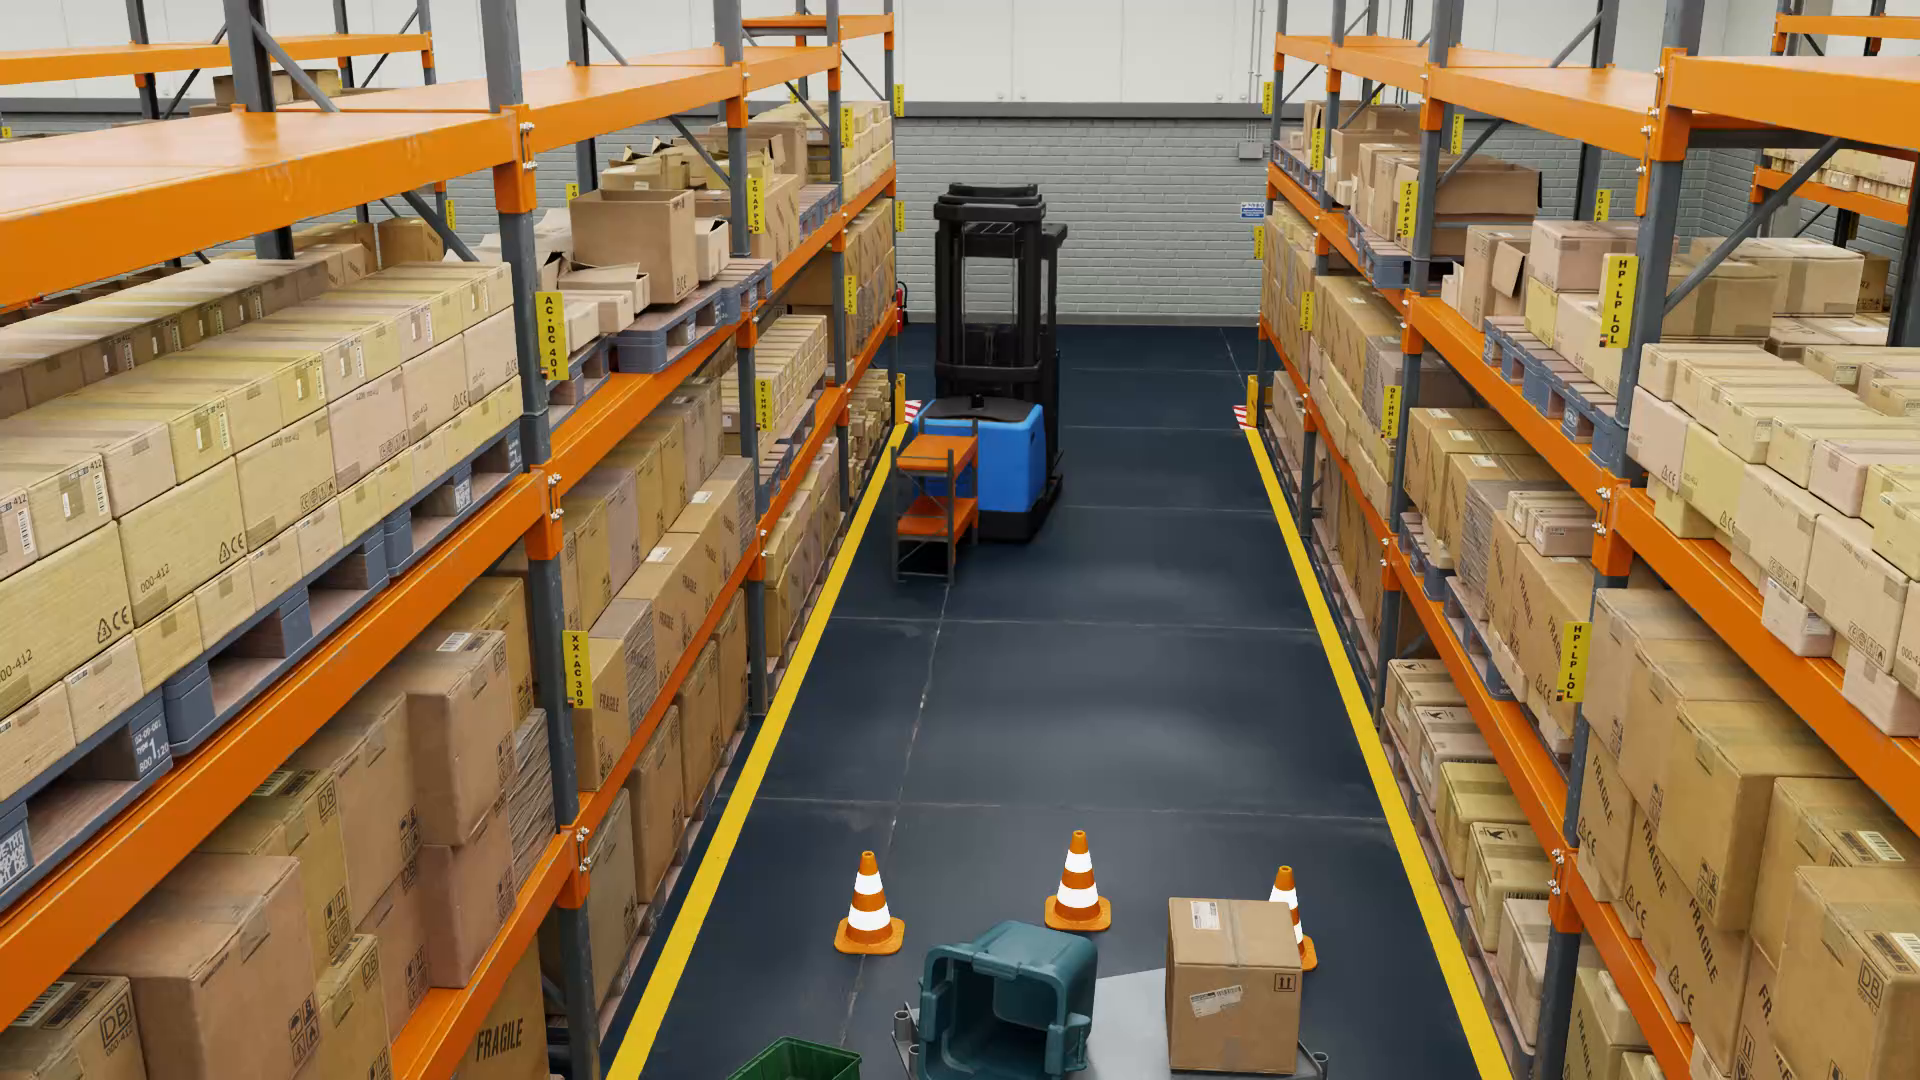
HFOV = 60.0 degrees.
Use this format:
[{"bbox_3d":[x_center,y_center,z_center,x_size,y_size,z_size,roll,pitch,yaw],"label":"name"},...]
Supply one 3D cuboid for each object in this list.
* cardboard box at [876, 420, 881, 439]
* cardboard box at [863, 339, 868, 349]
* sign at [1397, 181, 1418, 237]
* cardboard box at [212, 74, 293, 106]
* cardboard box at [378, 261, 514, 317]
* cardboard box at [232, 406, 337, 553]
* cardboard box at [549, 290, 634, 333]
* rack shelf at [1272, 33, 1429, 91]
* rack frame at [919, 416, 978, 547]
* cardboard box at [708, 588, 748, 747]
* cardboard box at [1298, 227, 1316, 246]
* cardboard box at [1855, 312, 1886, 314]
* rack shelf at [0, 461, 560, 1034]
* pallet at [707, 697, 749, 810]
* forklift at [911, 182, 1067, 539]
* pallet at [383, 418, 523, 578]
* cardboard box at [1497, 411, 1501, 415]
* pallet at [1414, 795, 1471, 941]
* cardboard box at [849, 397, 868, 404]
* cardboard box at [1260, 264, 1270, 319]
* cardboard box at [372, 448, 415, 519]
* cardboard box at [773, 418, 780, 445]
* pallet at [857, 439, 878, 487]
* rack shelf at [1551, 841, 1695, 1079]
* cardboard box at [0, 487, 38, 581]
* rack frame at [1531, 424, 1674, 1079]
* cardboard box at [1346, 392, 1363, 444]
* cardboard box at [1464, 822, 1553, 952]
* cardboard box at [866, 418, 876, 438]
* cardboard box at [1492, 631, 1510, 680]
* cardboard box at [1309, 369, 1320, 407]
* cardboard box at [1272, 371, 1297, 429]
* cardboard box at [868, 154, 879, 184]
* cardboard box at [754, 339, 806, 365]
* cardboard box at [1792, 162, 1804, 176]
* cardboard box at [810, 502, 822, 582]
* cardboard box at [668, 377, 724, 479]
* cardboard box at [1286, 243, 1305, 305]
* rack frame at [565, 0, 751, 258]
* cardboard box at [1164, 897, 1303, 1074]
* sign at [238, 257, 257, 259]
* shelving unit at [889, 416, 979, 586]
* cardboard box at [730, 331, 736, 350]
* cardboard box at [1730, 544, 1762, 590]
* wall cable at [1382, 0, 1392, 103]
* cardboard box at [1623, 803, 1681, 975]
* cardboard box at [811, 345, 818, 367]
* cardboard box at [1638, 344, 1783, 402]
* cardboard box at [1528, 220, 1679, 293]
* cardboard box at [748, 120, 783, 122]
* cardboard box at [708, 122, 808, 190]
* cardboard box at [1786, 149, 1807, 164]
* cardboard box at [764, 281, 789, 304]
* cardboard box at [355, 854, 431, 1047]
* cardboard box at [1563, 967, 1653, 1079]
[{"bbox_3d":[-1.007,-1.136,16.978,0.380,0.149,0.250,0,18,1],"label":"cardboard box"},{"bbox_3d":[-1.088,-1.909,15.834,0.380,0.149,0.250,2,18,6],"label":"cardboard box"},{"bbox_3d":[2.624,-1.939,9.750,0.100,0.325,0.005,1,18,4],"label":"sign"},{"bbox_3d":[-6.347,-4.048,14.941,0.500,0.250,0.500,0,18,0],"label":"cardboard box"},{"bbox_3d":[-1.763,-0.864,5.713,0.380,0.149,0.250,1,18,3],"label":"cardboard box"},{"bbox_3d":[-1.943,-0.167,4.227,0.500,0.250,0.500,1,18,4],"label":"cardboard box"},{"bbox_3d":[-1.695,-1.035,7.516,0.380,0.149,0.250,1,18,4],"label":"cardboard box"},{"bbox_3d":[3.607,-4.398,15.191,1.077,0.370,4.000,1,18,4],"label":"rack shelf"},{"bbox_3d":[-0.098,-0.494,14.123,0.500,1.125,0.032,4,18,11],"label":"rack frame"},{"bbox_3d":[-1.901,0.762,10.219,1.050,0.750,0.750,1,18,3],"label":"cardboard box"},{"bbox_3d":[3.323,-2.787,15.304,0.380,0.149,0.250,1,18,3],"label":"cardboard box"},{"bbox_3d":[8.316,-2.052,15.633,0.500,0.250,0.500,1,18,2],"label":"cardboard box"},{"bbox_3d":[-2.198,0.485,4.463,1.077,0.370,4.000,1,18,4],"label":"rack shelf"},{"bbox_3d":[-1.899,1.273,10.198,1.003,0.211,1.213,1,18,4],"label":"pallet"},{"bbox_3d":[0.370,-1.817,15.263,1.130,2.935,3.031,4,18,11],"label":"forklift"},{"bbox_3d":[-2.124,-0.182,5.486,1.003,0.211,1.213,1,18,4],"label":"pallet"},{"bbox_3d":[3.422,-0.457,9.687,0.500,0.500,0.500,1,18,2],"label":"cardboard box"},{"bbox_3d":[3.029,1.730,8.804,1.003,0.211,1.213,1,18,4],"label":"pallet"},{"bbox_3d":[-1.122,-1.334,16.625,0.380,0.149,0.250,1,18,2],"label":"cardboard box"},{"bbox_3d":[3.430,-2.605,17.396,0.500,0.500,0.500,1,18,3],"label":"cardboard box"},{"bbox_3d":[-1.834,-0.170,4.876,0.380,0.149,0.250,2,18,5],"label":"cardboard box"},{"bbox_3d":[-1.478,-0.760,11.656,0.380,0.149,0.250,2,18,6],"label":"cardboard box"},{"bbox_3d":[-1.383,-0.801,16.530,1.003,0.211,1.213,1,18,4],"label":"pallet"},{"bbox_3d":[2.747,1.990,4.689,1.077,0.370,4.000,1,18,4],"label":"rack shelf"},{"bbox_3d":[-1.963,0.004,3.064,0.380,0.149,0.250,1,18,3],"label":"cardboard box"},{"bbox_3d":[2.890,1.027,6.473,1.000,3.000,0.127,1,18,4],"label":"rack frame"},{"bbox_3d":[3.008,-0.857,11.659,0.500,0.250,0.500,1,18,2],"label":"cardboard box"},{"bbox_3d":[2.973,1.689,7.996,0.950,0.372,0.625,2,18,7],"label":"cardboard box"},{"bbox_3d":[-1.036,-1.107,16.412,0.380,0.149,0.250,1,18,4],"label":"cardboard box"},{"bbox_3d":[2.685,0.539,7.690,0.380,0.149,0.250,1,18,4],"label":"cardboard box"},{"bbox_3d":[3.169,-1.256,13.680,0.500,0.250,0.500,1,18,3],"label":"cardboard box"},{"bbox_3d":[3.803,-1.475,17.548,0.875,0.438,0.875,1,18,2],"label":"cardboard box"},{"bbox_3d":[-1.060,-3.508,15.737,0.500,0.250,0.500,2,18,6],"label":"cardboard box"},{"bbox_3d":[-1.394,-1.450,12.803,0.380,0.149,0.250,1,18,2],"label":"cardboard box"},{"bbox_3d":[8.298,-3.567,16.077,0.380,0.149,0.250,2,18,5],"label":"cardboard box"},{"bbox_3d":[-1.361,0.005,12.930,0.500,0.500,0.500,1,18,3],"label":"cardboard box"},{"bbox_3d":[-1.810,-0.678,9.909,0.700,0.500,0.500,1,18,4],"label":"cardboard box"},{"bbox_3d":[3.294,-2.449,15.314,0.500,0.500,0.500,2,18,5],"label":"cardboard box"},{"bbox_3d":[-1.768,-3.146,9.571,1.000,3.000,0.127,1,18,4],"label":"rack frame"},{"bbox_3d":[1.112,1.824,6.837,0.500,0.500,0.500,1,18,4],"label":"cardboard box"},{"bbox_3d":[-2.596,-0.882,6.145,0.100,0.325,0.005,1,18,4],"label":"sign"},{"bbox_3d":[-0.198,-0.338,13.649,0.538,1.125,1.048,4,18,11],"label":"shelving unit"},{"bbox_3d":[-2.003,-1.622,13.328,0.380,0.149,0.250,1,18,4],"label":"cardboard box"},{"bbox_3d":[2.583,0.048,5.045,0.380,0.149,0.250,2,18,6],"label":"cardboard box"},{"bbox_3d":[4.627,-7.307,22.270,2.355,3.000,0.029,1,18,4],"label":"wall cable"},{"bbox_3d":[2.568,1.125,5.535,0.500,0.500,0.500,1,18,4],"label":"cardboard box"},{"bbox_3d":[-1.351,-1.472,13.349,0.380,0.149,0.250,2,18,6],"label":"cardboard box"},{"bbox_3d":[2.542,-0.568,5.644,0.380,0.149,0.250,1,18,3],"label":"cardboard box"},{"bbox_3d":[2.856,-1.265,7.413,0.500,0.250,0.500,2,18,5],"label":"cardboard box"},{"bbox_3d":[-1.747,-3.581,14.514,0.380,0.149,0.250,1,18,4],"label":"cardboard box"},{"bbox_3d":[-1.618,-3.094,13.397,0.700,0.500,0.500,1,18,4],"label":"cardboard box"},{"bbox_3d":[8.381,-3.796,16.137,0.500,0.250,0.500,2,18,5],"label":"cardboard box"},{"bbox_3d":[-1.717,-2.353,14.543,0.500,0.500,0.500,1,18,2],"label":"cardboard box"},{"bbox_3d":[-2.242,1.327,5.314,0.875,0.550,0.550,1,18,4],"label":"cardboard box"},{"bbox_3d":[2.578,1.955,6.178,0.500,0.500,0.500,2,18,7],"label":"cardboard box"}]
